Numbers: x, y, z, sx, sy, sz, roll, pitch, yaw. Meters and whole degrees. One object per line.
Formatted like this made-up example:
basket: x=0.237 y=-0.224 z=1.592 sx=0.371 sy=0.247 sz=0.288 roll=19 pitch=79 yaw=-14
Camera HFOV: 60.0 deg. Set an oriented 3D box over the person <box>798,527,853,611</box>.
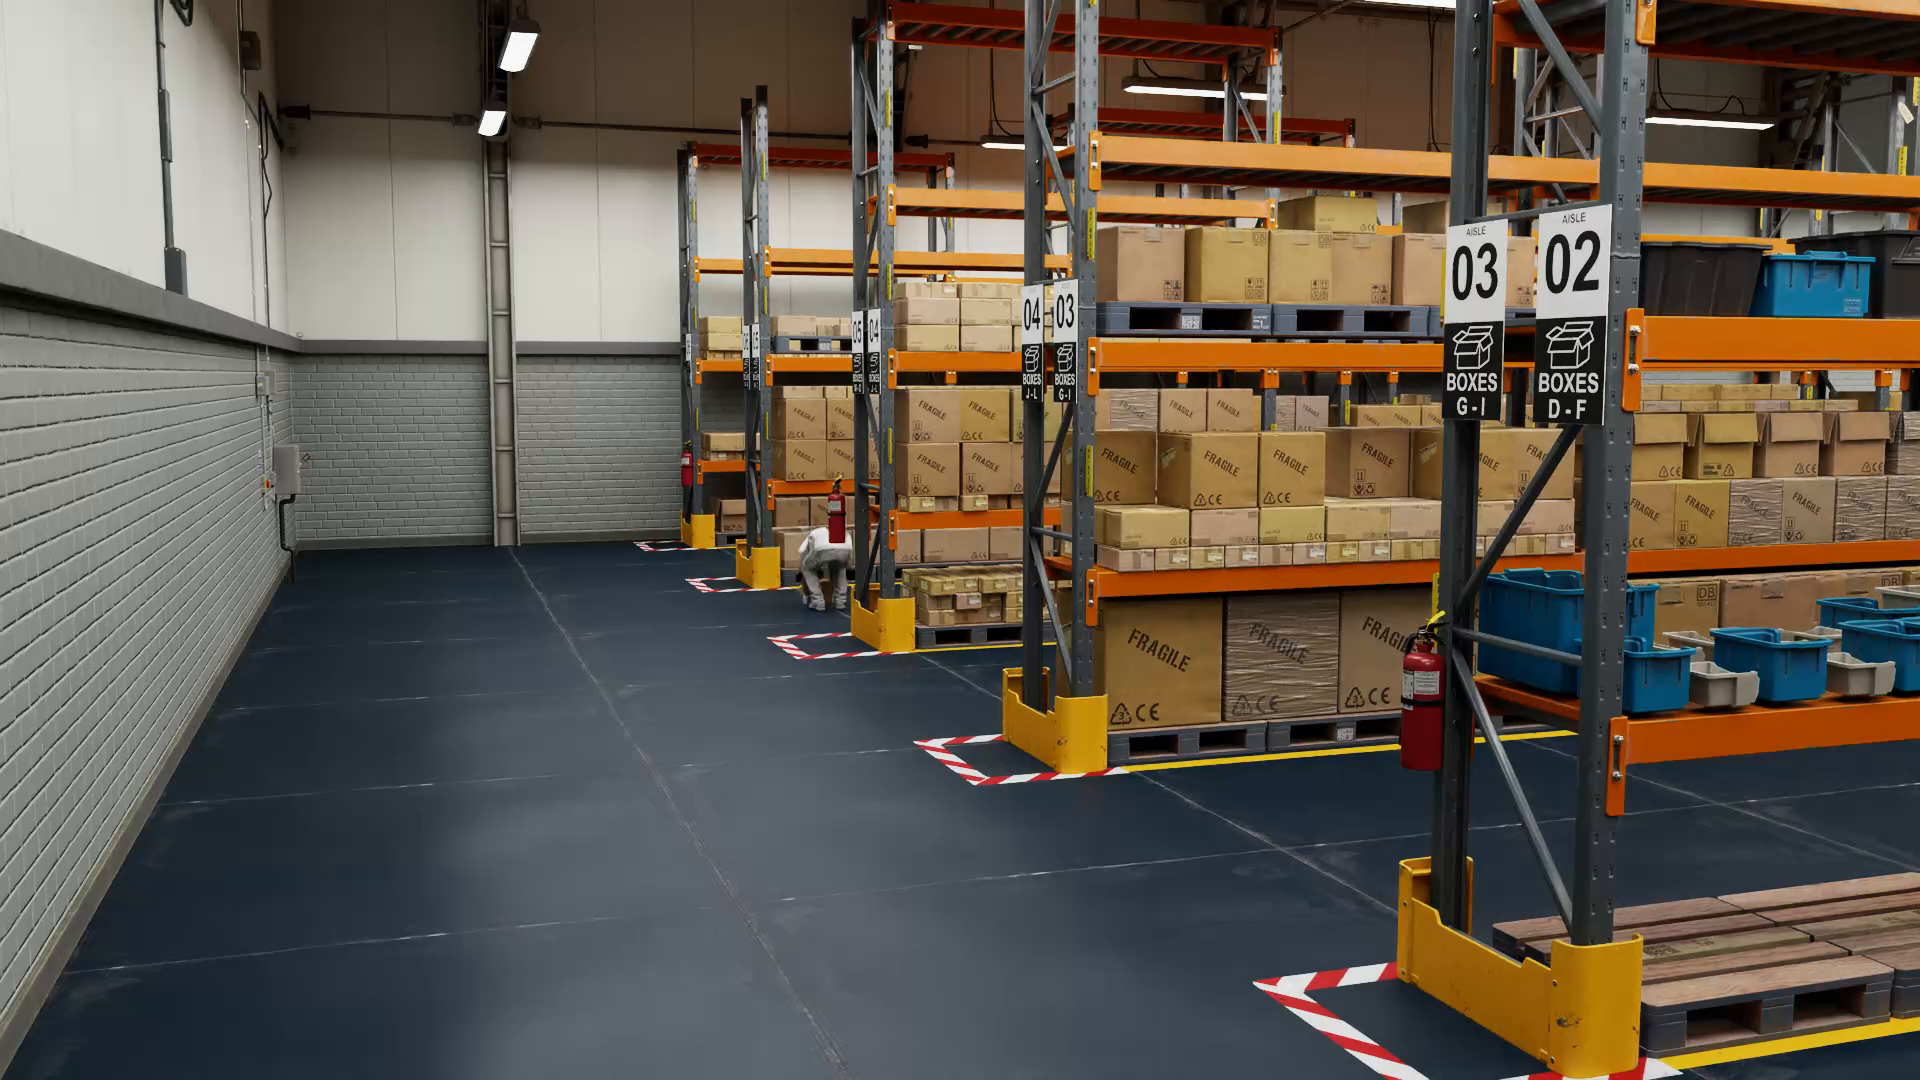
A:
person: x=-1.520 y=0.297 z=18.576 sx=0.521 sy=0.925 sz=0.985 roll=-2 pitch=6 yaw=-21
